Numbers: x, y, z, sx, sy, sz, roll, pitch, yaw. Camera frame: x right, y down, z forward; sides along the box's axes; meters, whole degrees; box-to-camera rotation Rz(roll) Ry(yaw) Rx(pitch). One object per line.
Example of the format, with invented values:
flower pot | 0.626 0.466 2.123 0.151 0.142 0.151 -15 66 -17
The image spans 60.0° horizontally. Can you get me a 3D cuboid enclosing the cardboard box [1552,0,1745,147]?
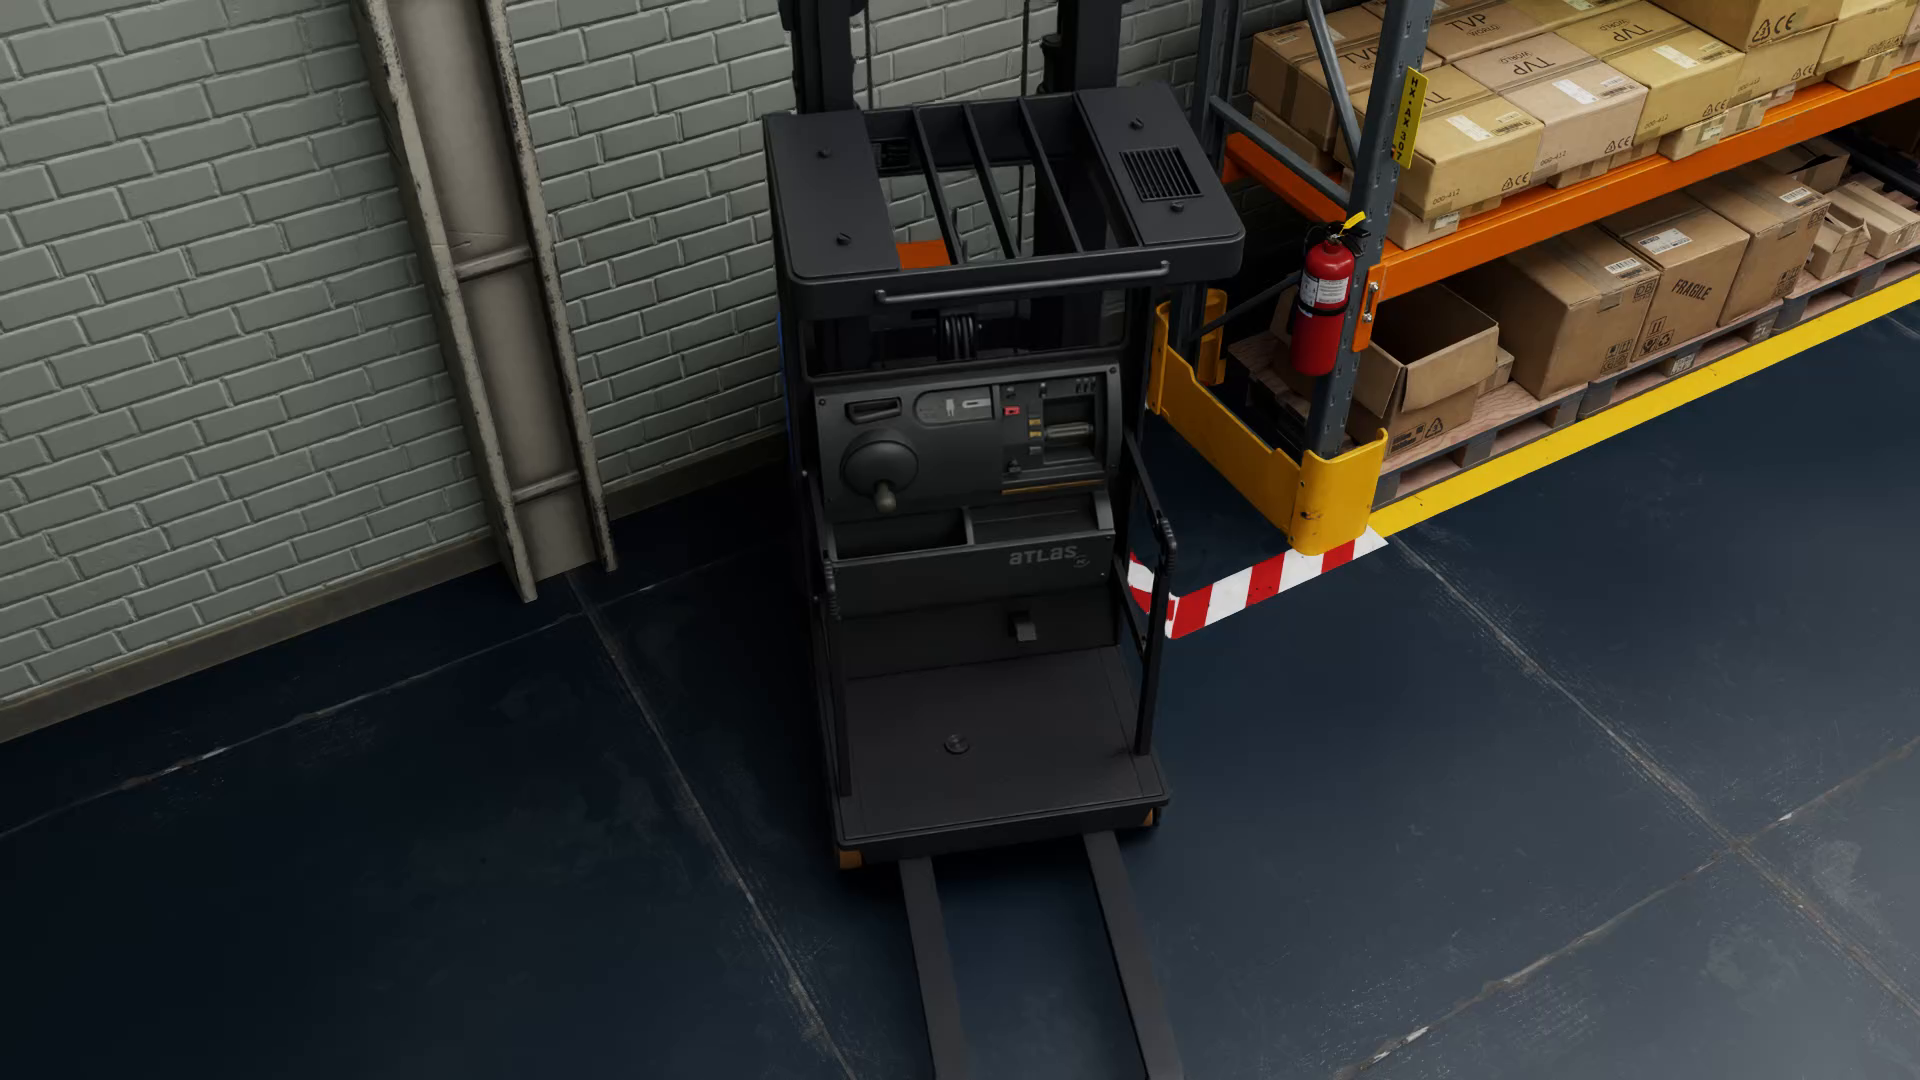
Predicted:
cardboard box | 2.582 -1.782 6.326 0.500 0.250 0.500 -23 49 -22

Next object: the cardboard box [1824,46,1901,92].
cardboard box | 3.620 -2.027 6.866 0.250 0.149 0.380 -22 48 -22

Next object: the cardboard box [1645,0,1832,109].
cardboard box | 3.015 -1.972 6.522 0.500 0.250 0.500 -23 49 -22

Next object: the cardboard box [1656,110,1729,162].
cardboard box | 2.743 -1.656 6.483 0.250 0.149 0.380 -23 49 -22

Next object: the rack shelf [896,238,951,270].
rack shelf | -0.242 -1.018 6.373 0.480 0.148 0.258 -7 45 -7

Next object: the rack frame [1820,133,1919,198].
rack frame | 4.648 -2.769 7.449 0.127 3.000 1.000 -22 48 -21

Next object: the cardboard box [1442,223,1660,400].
cardboard box | 2.518 -1.063 7.185 0.500 0.500 0.700 -20 48 -19

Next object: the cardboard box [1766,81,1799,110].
cardboard box | 3.150 -1.891 6.725 0.250 0.149 0.380 -22 48 -21

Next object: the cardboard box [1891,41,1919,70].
cardboard box | 3.828 -2.133 6.974 0.250 0.149 0.380 -21 48 -20

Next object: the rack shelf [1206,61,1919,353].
rack shelf | 2.914 -1.817 6.985 4.000 0.370 1.077 -22 48 -21

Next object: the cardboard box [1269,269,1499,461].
cardboard box | 1.757 -0.791 6.902 0.637 0.503 0.797 -24 49 -22

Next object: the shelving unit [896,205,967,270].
shelving unit | -0.242 -0.736 6.647 0.503 1.200 0.258 -7 45 -7

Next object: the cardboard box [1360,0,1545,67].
cardboard box | 1.894 -1.932 6.481 0.500 0.250 0.500 -22 48 -21

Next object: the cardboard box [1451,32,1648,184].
cardboard box | 2.144 -1.604 6.143 0.500 0.250 0.500 -21 48 -21

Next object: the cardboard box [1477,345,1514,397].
cardboard box | 2.145 -0.788 7.153 0.250 0.149 0.380 -24 49 -22

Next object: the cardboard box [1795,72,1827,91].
cardboard box | 3.341 -2.005 6.843 0.250 0.149 0.380 -21 48 -20

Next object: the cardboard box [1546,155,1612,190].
cardboard box | 2.259 -1.518 6.341 0.250 0.149 0.380 -20 48 -20

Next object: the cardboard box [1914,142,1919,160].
cardboard box | 5.179 -2.055 8.207 0.500 0.500 0.500 -20 48 -19

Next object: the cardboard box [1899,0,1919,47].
cardboard box | 3.901 -2.315 6.876 0.500 0.250 0.500 -22 48 -21

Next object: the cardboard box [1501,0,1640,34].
cardboard box | 2.325 -2.101 6.655 0.500 0.250 0.500 -20 48 -20

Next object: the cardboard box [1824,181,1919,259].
cardboard box | 4.311 -1.526 7.914 0.250 0.149 0.380 -23 49 -22

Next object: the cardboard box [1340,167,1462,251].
cardboard box | 1.601 -1.239 6.054 0.250 0.149 0.380 -22 48 -21

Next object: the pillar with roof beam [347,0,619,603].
pillar with roof beam | 0.537 -0.543 0.848 0.400 9.000 9.100 -22 48 -21

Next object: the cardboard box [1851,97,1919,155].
cardboard box | 4.926 -2.372 8.533 0.500 0.500 0.500 -22 48 -21

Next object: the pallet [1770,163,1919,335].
pallet | 4.052 -1.531 8.176 1.213 0.211 1.003 -22 48 -21

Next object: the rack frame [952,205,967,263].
rack frame | -0.002 -0.766 6.678 0.015 1.200 0.240 -7 45 -7

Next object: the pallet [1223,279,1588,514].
pallet | 1.936 -0.684 7.303 1.213 0.211 1.003 -22 48 -21

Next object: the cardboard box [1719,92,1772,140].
cardboard box | 2.961 -1.760 6.590 0.250 0.149 0.380 -21 48 -20

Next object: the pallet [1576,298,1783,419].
pallet | 2.993 -1.104 7.737 1.213 0.211 1.003 -22 48 -21

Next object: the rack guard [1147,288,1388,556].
rack guard | 1.245 -0.511 6.917 0.348 0.500 1.175 -22 48 -21

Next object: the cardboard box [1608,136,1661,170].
cardboard box | 2.486 -1.614 6.440 0.250 0.149 0.380 -21 48 -20

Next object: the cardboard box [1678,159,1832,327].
cardboard box | 3.418 -1.423 7.556 0.500 0.500 0.700 -24 49 -22

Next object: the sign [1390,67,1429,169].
sign | 1.450 -1.364 5.380 0.005 0.325 0.100 -22 48 -21

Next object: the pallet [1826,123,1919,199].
pallet | 5.334 -2.073 8.735 1.213 0.211 1.003 -22 48 -21

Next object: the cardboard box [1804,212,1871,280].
cardboard box | 4.001 -1.444 7.746 0.258 0.266 0.396 -20 48 -20

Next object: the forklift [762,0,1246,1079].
forklift | 0.070 -0.222 4.874 1.130 2.935 3.031 -7 45 -7

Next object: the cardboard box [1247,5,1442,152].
cardboard box | 1.446 -1.754 6.298 0.500 0.250 0.500 -20 48 -20

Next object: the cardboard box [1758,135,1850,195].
cardboard box | 3.957 -1.868 8.150 0.500 0.311 0.500 -20 48 -20

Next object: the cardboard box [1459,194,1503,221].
cardboard box | 1.799 -1.356 6.173 0.250 0.149 0.380 -21 48 -20

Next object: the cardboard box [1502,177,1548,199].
cardboard box | 2.009 -1.468 6.289 0.250 0.149 0.380 -22 48 -21

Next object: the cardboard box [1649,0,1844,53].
cardboard box | 3.007 -2.219 6.238 0.500 0.500 0.500 -21 48 -20

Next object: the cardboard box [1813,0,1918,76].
cardboard box | 3.462 -2.150 6.706 0.500 0.250 0.500 -22 48 -21

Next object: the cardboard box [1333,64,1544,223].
cardboard box | 1.707 -1.429 5.963 0.500 0.250 0.500 -22 48 -21

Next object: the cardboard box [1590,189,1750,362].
cardboard box | 3.026 -1.186 7.312 0.500 0.500 0.500 -21 48 -20

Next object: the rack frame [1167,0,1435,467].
rack frame | 1.179 -1.381 6.019 0.127 3.000 1.000 -22 48 -21

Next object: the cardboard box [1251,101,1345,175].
cardboard box | 1.333 -1.568 6.392 0.250 0.149 0.380 -22 48 -21

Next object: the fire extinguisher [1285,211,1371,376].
fire extinguisher | 1.282 -0.890 5.836 0.183 0.674 0.296 -22 48 -21
